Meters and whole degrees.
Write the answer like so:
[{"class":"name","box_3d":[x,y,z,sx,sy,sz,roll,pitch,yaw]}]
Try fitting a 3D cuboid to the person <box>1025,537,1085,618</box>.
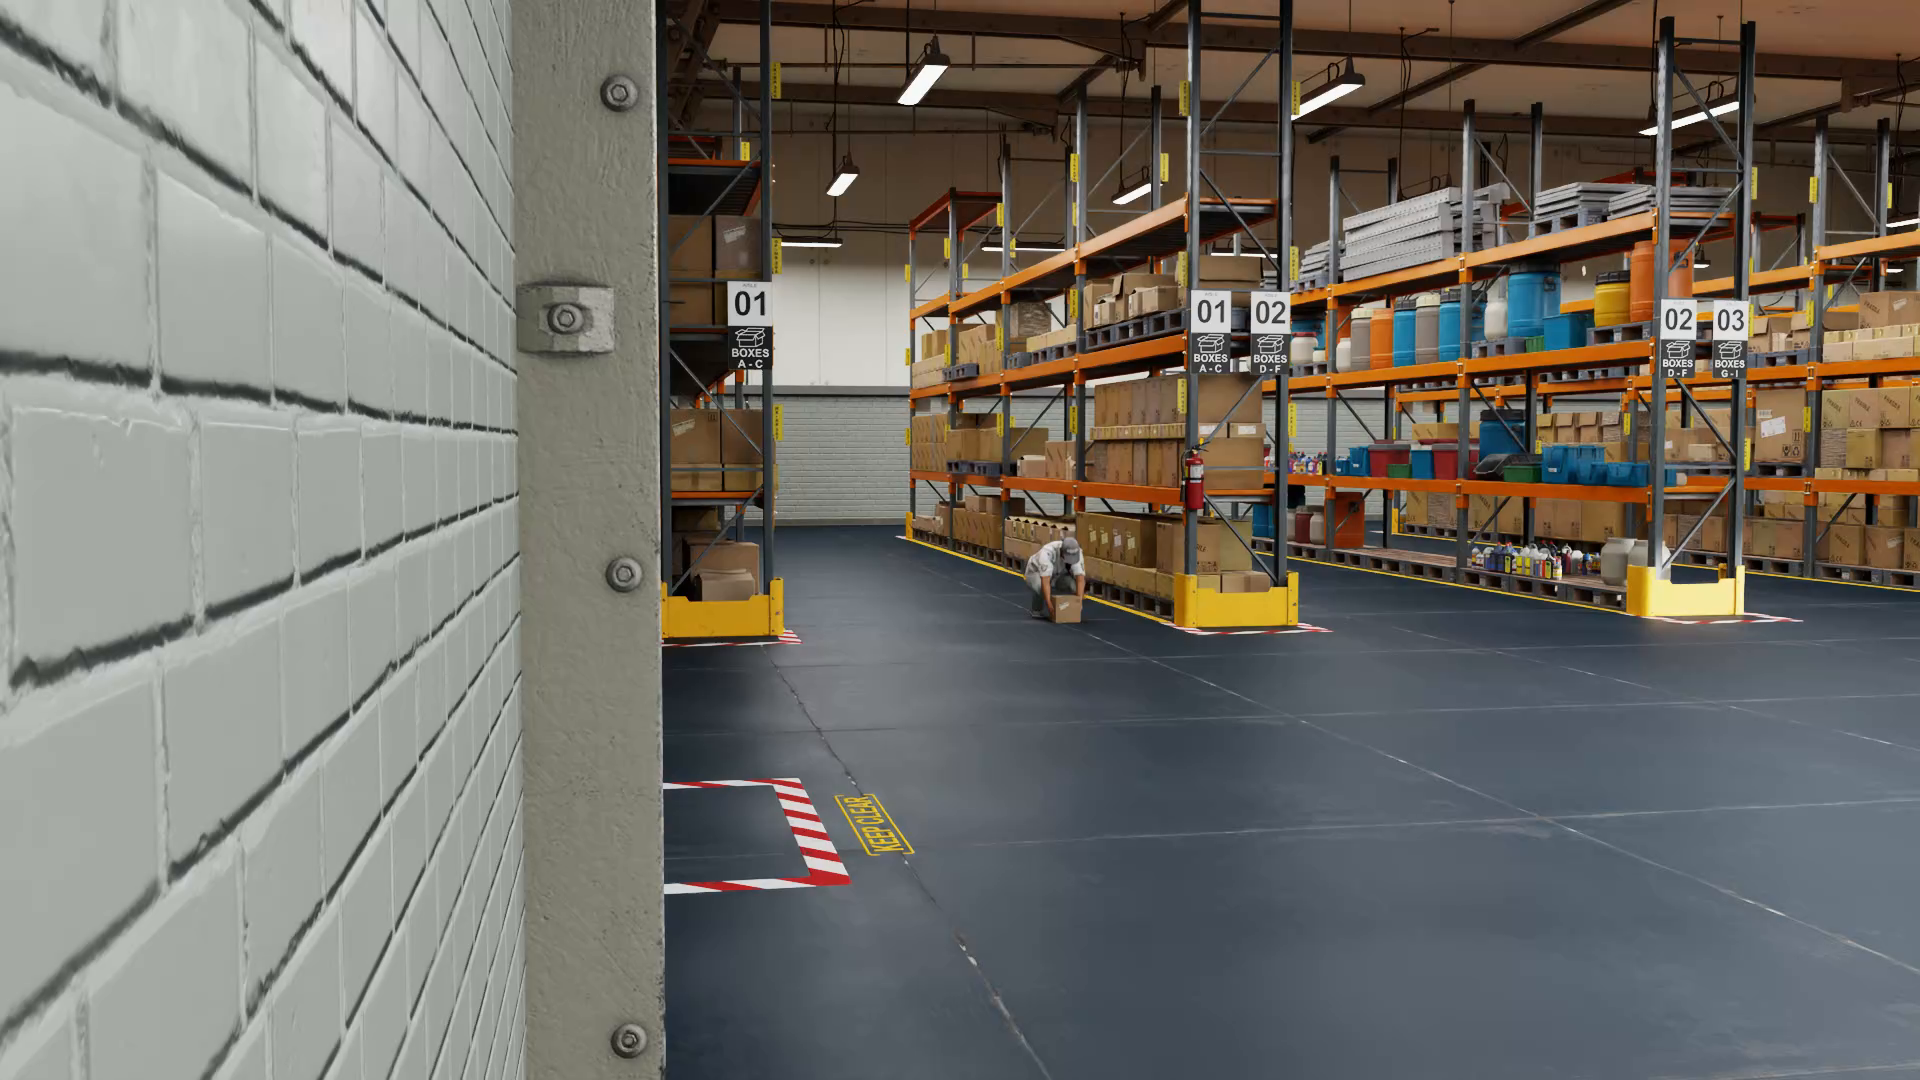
[{"class":"person","box_3d":[0.957,0.373,16.677,0.525,0.838,0.866,-1,3,-13]}]
